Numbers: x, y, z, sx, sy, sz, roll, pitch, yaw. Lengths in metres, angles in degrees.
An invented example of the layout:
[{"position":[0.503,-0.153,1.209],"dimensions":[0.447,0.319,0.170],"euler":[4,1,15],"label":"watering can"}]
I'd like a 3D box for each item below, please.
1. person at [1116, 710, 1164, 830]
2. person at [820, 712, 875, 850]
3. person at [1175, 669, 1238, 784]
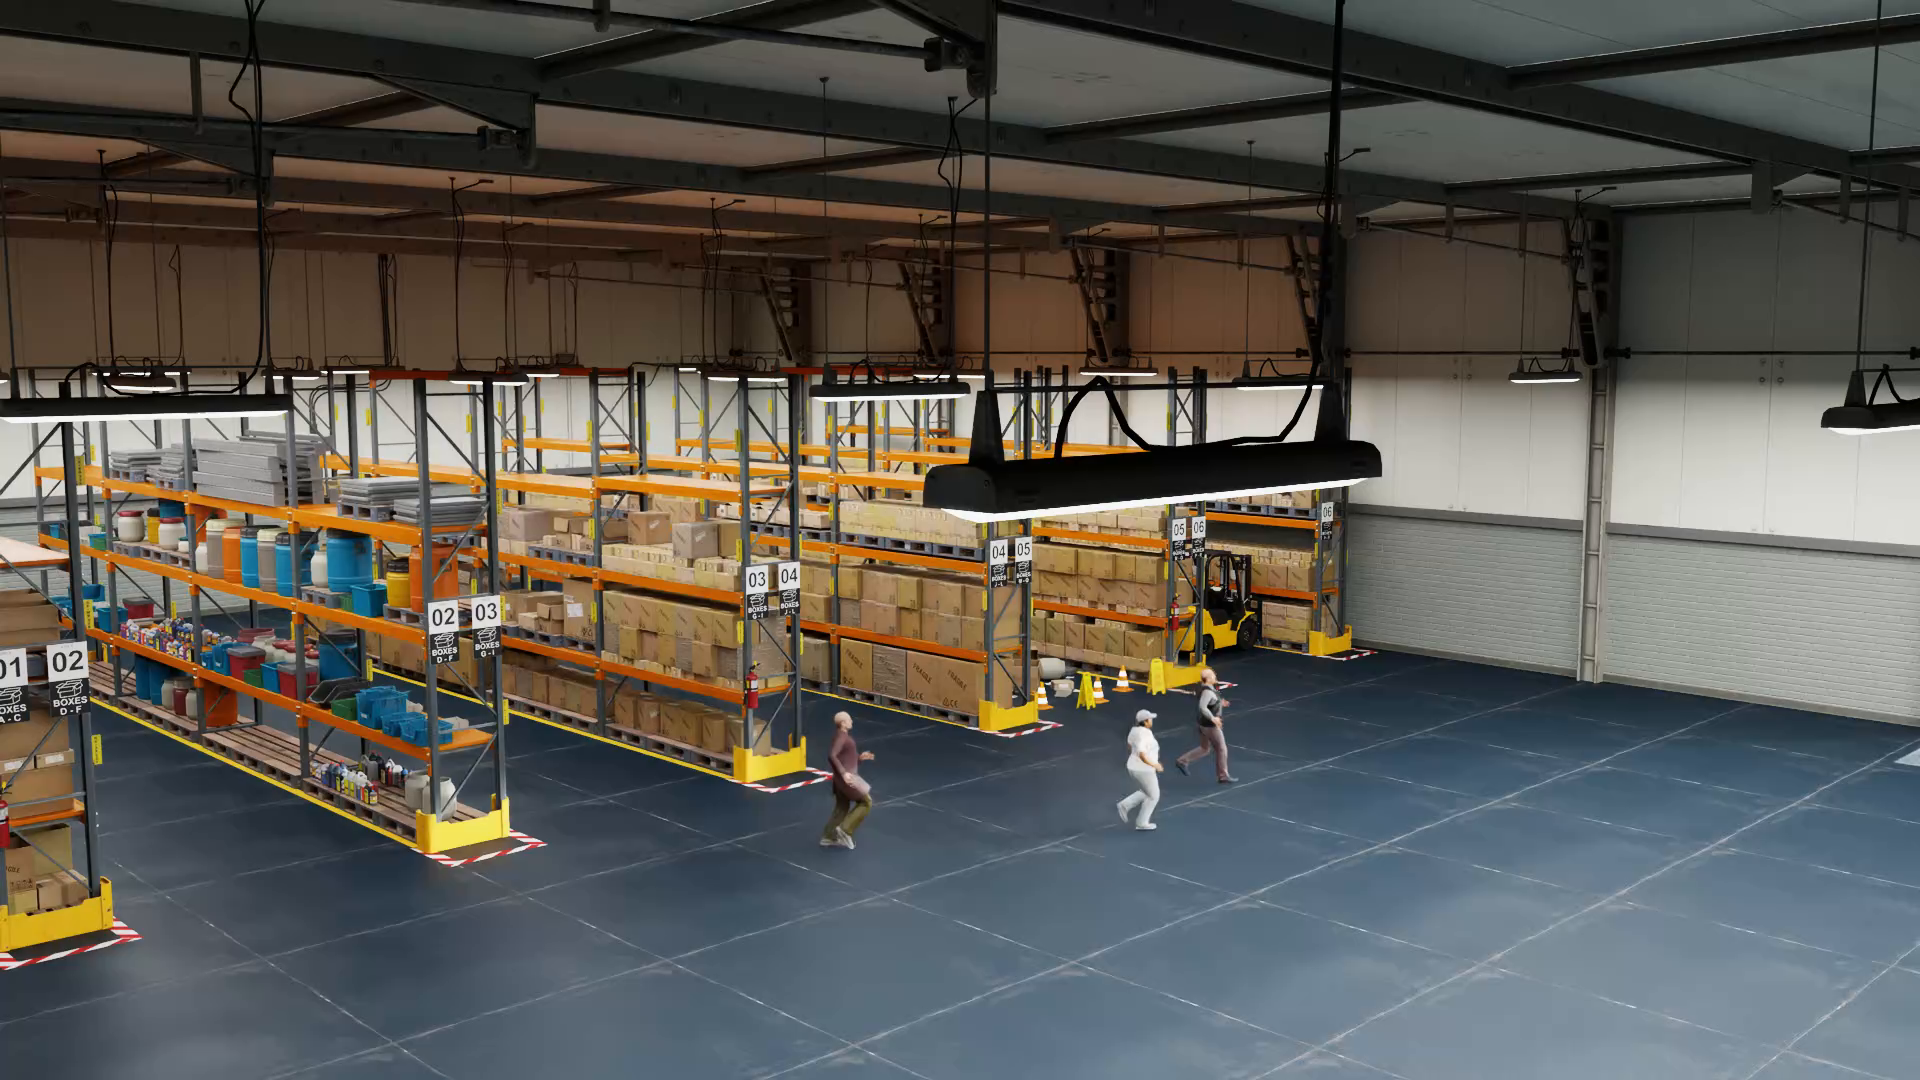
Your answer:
[{"position":[2.425,3.046,22.027],"dimensions":[0.472,1.622,0.594],"euler":[-1,7,-13],"label":"person"},{"position":[-1.429,3.063,21.211],"dimensions":[0.733,1.766,0.682],"euler":[-2,7,-18],"label":"person"},{"position":[3.632,2.729,24.372],"dimensions":[0.930,1.697,0.666],"euler":[-1,7,-8],"label":"person"}]
